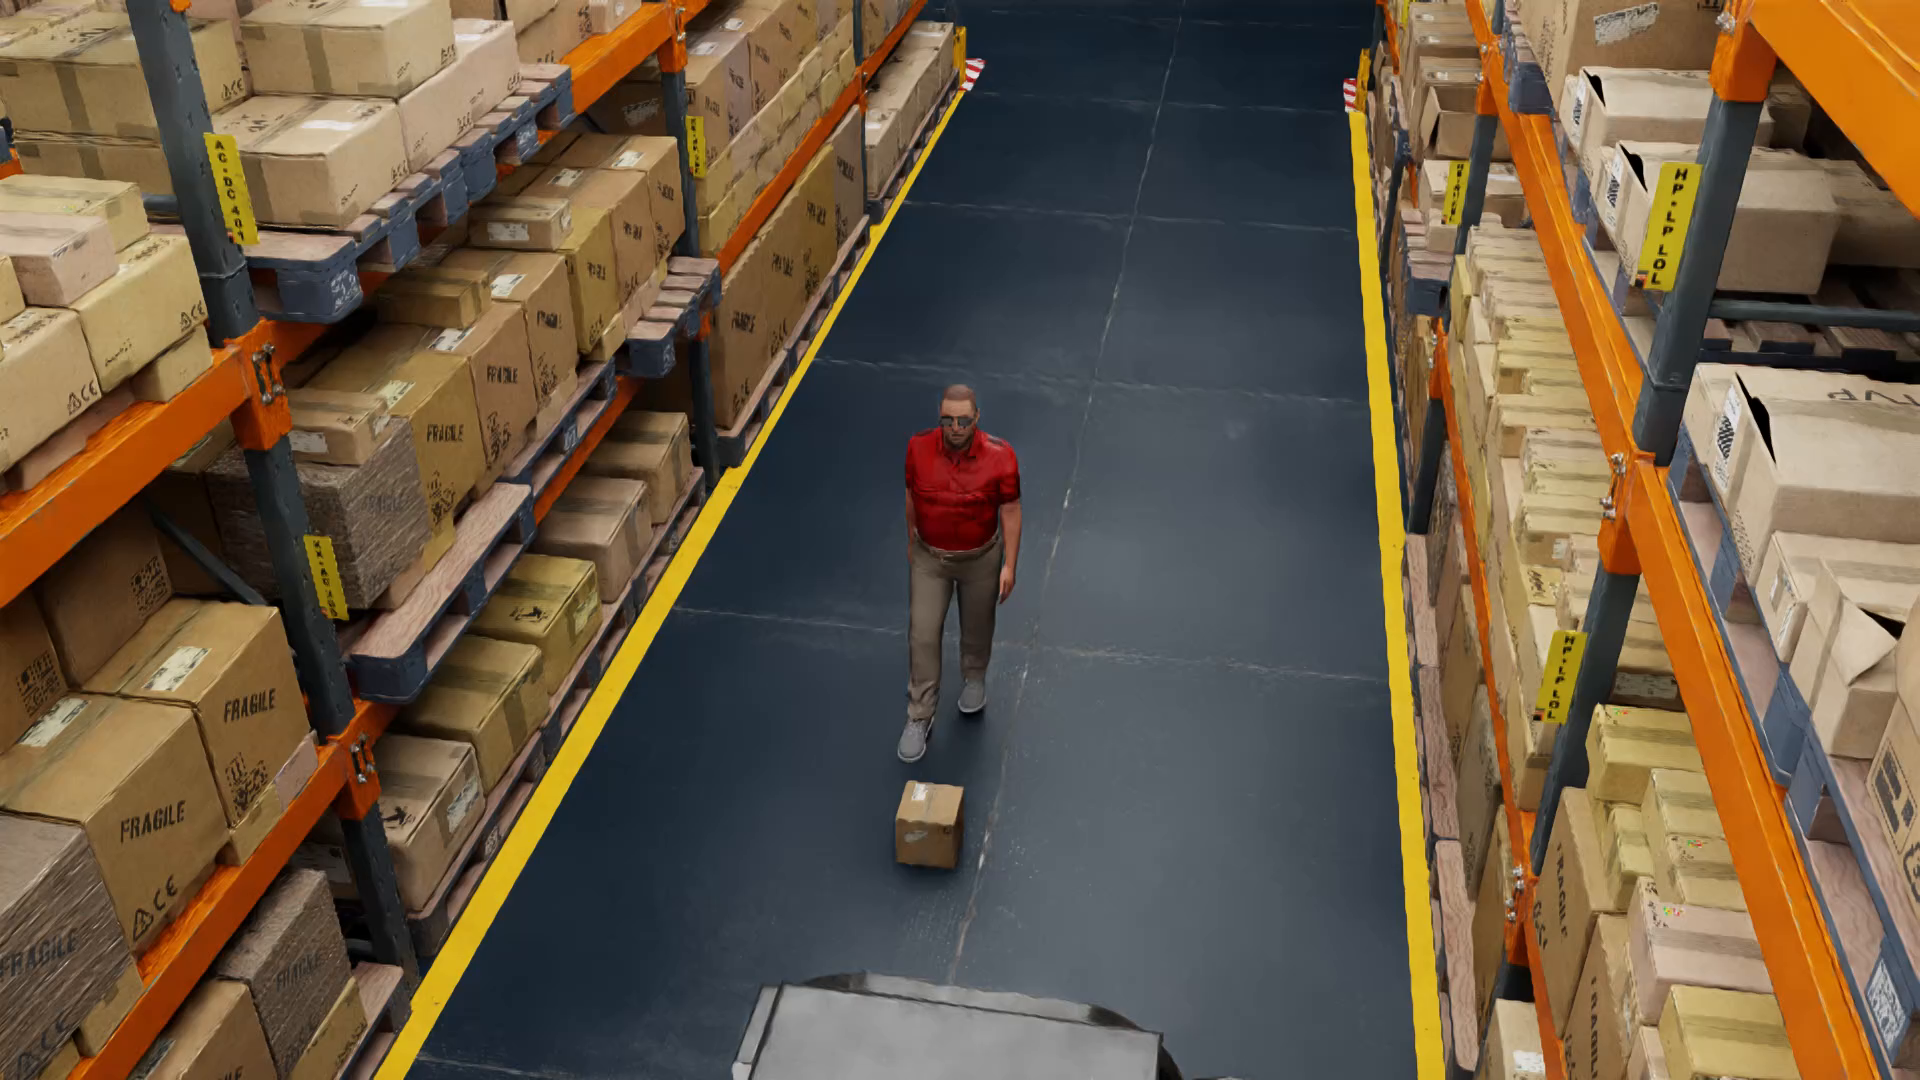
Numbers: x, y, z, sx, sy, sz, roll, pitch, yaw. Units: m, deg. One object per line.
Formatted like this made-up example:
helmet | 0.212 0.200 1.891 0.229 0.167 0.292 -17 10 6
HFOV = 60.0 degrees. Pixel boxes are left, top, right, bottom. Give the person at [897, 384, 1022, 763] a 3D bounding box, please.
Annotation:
person | -0.004 0.125 7.439 0.539 1.723 0.705 4 32 6
